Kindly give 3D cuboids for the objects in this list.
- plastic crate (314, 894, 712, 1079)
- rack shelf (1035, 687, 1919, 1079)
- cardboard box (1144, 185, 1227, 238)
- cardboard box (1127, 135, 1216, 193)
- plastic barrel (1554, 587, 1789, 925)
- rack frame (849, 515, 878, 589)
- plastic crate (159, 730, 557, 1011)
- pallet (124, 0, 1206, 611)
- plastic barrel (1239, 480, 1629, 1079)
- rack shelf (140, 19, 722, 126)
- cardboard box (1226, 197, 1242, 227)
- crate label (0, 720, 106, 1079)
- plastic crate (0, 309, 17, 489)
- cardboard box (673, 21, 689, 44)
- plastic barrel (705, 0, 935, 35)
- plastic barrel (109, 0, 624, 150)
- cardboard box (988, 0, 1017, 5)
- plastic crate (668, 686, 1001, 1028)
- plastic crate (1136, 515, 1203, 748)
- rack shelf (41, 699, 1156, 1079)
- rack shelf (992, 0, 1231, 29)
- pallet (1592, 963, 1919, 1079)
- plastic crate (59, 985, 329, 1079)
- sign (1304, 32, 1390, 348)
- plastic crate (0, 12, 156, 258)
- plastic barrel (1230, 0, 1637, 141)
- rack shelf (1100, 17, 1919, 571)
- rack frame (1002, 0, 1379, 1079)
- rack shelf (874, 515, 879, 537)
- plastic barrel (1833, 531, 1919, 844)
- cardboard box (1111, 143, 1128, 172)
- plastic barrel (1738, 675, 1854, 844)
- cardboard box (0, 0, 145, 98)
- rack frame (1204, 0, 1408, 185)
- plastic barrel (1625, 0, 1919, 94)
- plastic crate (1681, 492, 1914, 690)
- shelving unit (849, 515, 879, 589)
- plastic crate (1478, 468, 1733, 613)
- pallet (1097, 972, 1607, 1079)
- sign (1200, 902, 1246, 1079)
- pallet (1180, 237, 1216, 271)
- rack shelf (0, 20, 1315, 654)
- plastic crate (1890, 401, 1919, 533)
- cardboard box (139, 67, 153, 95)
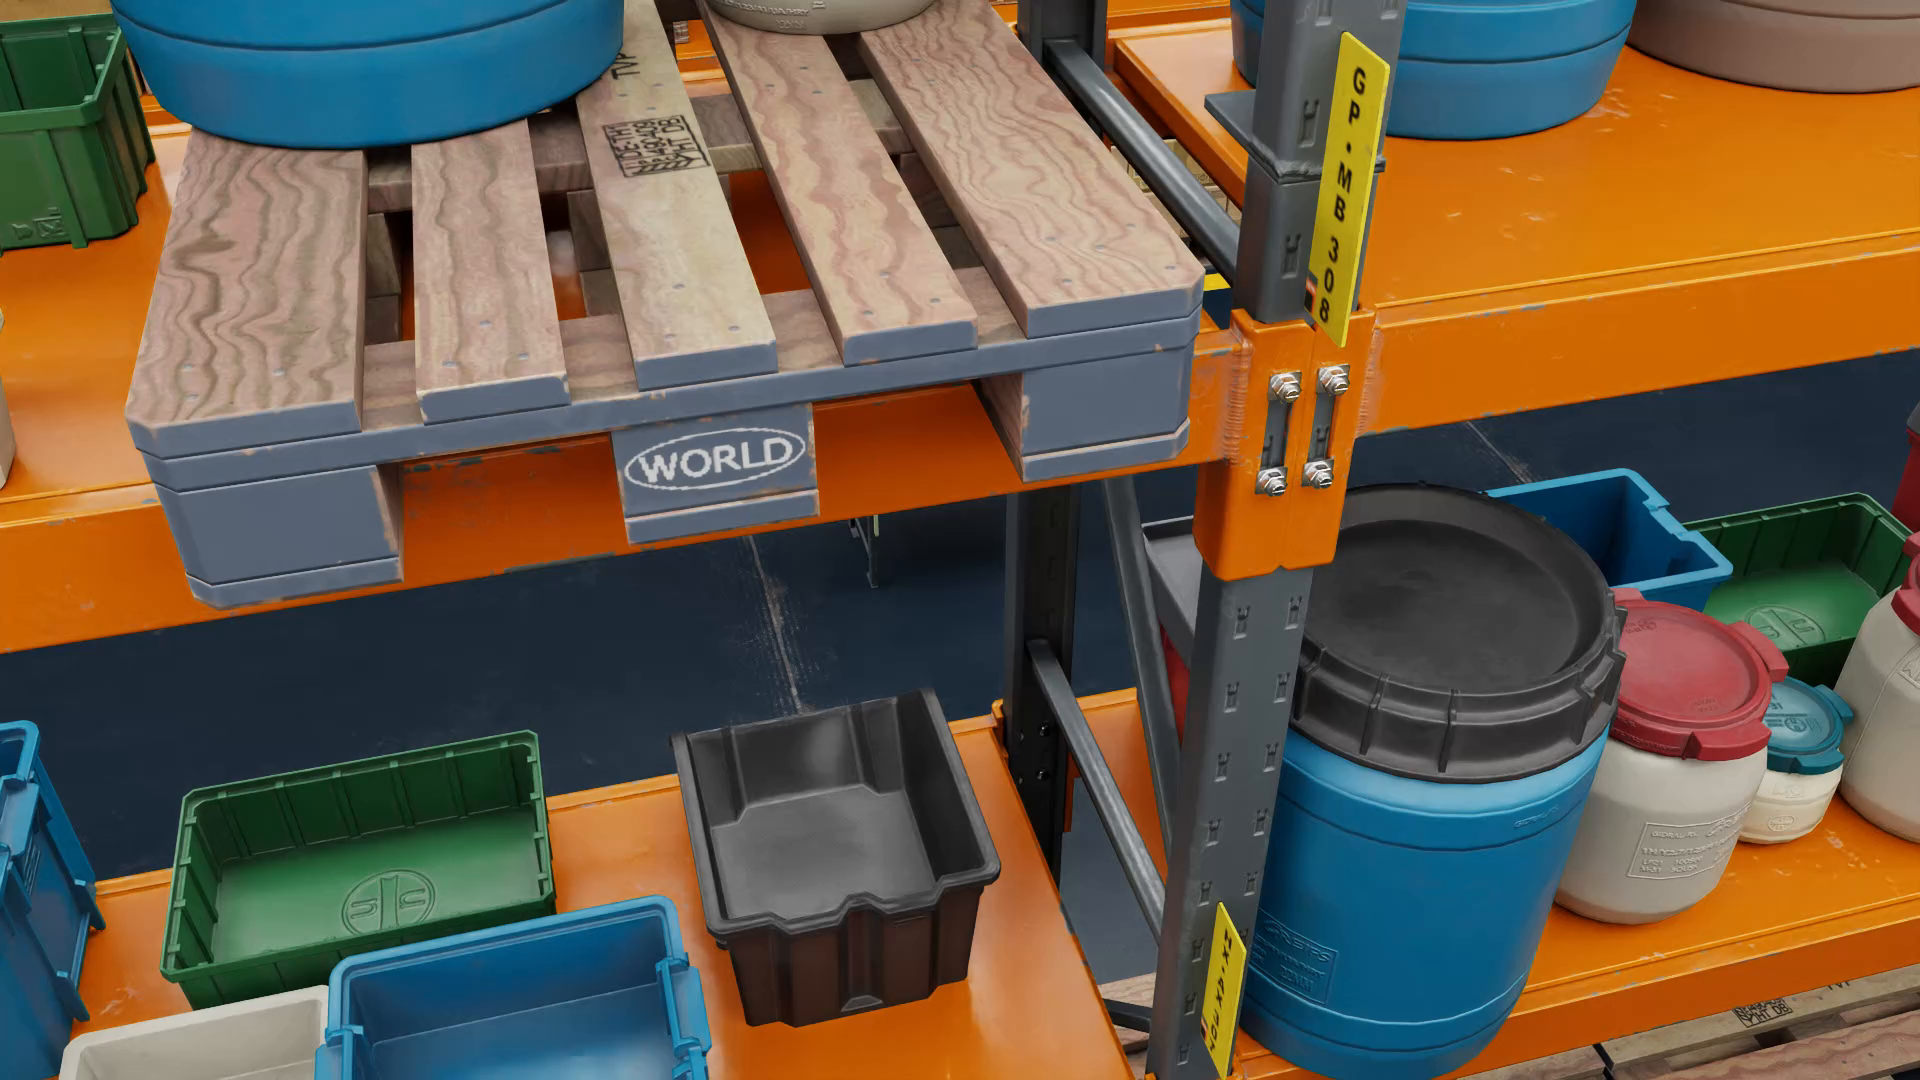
[{"bbox_3d":[-0.718,0.893,2.736,0.616,0.251,0.499,-9,38,-12],"label":"plastic crate"},{"bbox_3d":[2.211,0.469,3.761,4.000,0.370,1.077,-9,38,-12],"label":"rack shelf"},{"bbox_3d":[0.931,-1.643,7.847,0.500,0.250,0.500,-9,38,-11],"label":"cardboard box"},{"bbox_3d":[0.940,-1.867,7.678,0.500,0.311,0.500,-8,38,-11],"label":"cardboard box"},{"bbox_3d":[1.261,0.423,3.117,0.433,0.535,0.433,0,37,0],"label":"plastic barrel"},{"bbox_3d":[-0.360,-0.537,5.717,0.023,1.500,0.400,-9,38,-12],"label":"rack frame"},{"bbox_3d":[-1.104,0.633,3.128,0.662,0.188,0.450,-9,38,-12],"label":"plastic crate"},{"bbox_3d":[-0.391,-0.445,2.050,1.003,0.211,1.213,-9,38,-12],"label":"pallet"},{"bbox_3d":[0.732,0.417,2.823,0.708,0.901,0.600,-9,38,-12],"label":"plastic barrel"},{"bbox_3d":[-2.939,-1.804,6.731,4.000,0.370,1.077,-9,38,-12],"label":"rack shelf"},{"bbox_3d":[1.427,-1.727,7.956,0.500,0.250,0.500,-8,38,-11],"label":"cardboard box"},{"bbox_3d":[-1.875,0.669,2.877,0.616,0.435,0.502,-9,38,-12],"label":"crate label"},{"bbox_3d":[-1.164,-0.096,1.654,0.396,0.136,0.243,-9,38,-12],"label":"plastic crate"},{"bbox_3d":[-1.435,-2.372,6.800,0.500,0.500,0.700,-10,39,-13],"label":"cardboard box"},{"bbox_3d":[-0.187,-0.950,2.116,0.421,0.512,0.421,0,37,0],"label":"plastic barrel"},{"bbox_3d":[-0.709,-0.963,1.813,0.708,0.901,0.600,-9,38,-12],"label":"plastic barrel"},{"bbox_3d":[0.246,-2.642,7.152,0.500,0.500,0.500,-7,38,-9],"label":"cardboard box"},{"bbox_3d":[-0.259,0.533,3.136,0.504,0.338,0.767,-9,38,-12],"label":"plastic crate"},{"bbox_3d":[0.668,0.218,3.443,0.583,0.464,0.402,-9,38,-12],"label":"plastic crate"},{"bbox_3d":[-1.651,1.102,2.932,4.000,0.370,1.077,-9,38,-12],"label":"rack shelf"},{"bbox_3d":[0.923,-2.437,7.560,4.000,0.370,1.077,-9,38,-12],"label":"rack shelf"},{"bbox_3d":[2.208,1.265,4.423,1.213,0.211,1.003,-9,38,-12],"label":"pallet"},{"bbox_3d":[-1.222,1.010,2.678,0.437,0.136,0.530,-9,38,-12],"label":"plastic crate"},{"bbox_3d":[0.413,-0.371,1.790,0.005,0.325,0.100,-9,38,-12],"label":"sign"},{"bbox_3d":[-1.314,-0.517,2.163,0.450,0.188,0.336,-9,38,-12],"label":"plastic crate"},{"bbox_3d":[0.714,-1.099,2.336,0.708,0.901,0.600,-9,38,-12],"label":"plastic barrel"},{"bbox_3d":[2.211,-0.723,2.849,4.000,0.370,1.077,-9,38,-12],"label":"rack shelf"},{"bbox_3d":[0.280,0.500,3.128,0.127,3.000,1.000,-9,38,-12],"label":"rack frame"},{"bbox_3d":[-0.006,-0.336,5.991,0.720,0.370,0.431,-9,38,-12],"label":"rack shelf"},{"bbox_3d":[1.969,0.307,3.268,0.433,0.535,0.433,0,37,0],"label":"plastic barrel"},{"bbox_3d":[0.440,-1.782,7.567,0.500,0.311,0.500,-11,39,-13],"label":"cardboard box"},{"bbox_3d":[1.598,0.435,3.326,0.301,0.262,0.301,0,37,0],"label":"plastic barrel"},{"bbox_3d":[-3.429,-2.040,6.366,0.500,0.500,0.700,-9,38,-12],"label":"cardboard box"},{"bbox_3d":[0.280,-1.883,1.305,0.127,3.000,1.000,-9,38,-12],"label":"rack frame"},{"bbox_3d":[1.346,-1.202,2.471,0.600,0.901,0.600,0,37,0],"label":"plastic barrel"},{"bbox_3d":[1.888,0.142,3.769,0.662,0.188,0.450,-9,38,-12],"label":"plastic crate"},{"bbox_3d":[-0.006,-0.595,5.793,0.755,1.500,0.431,-9,38,-12],"label":"shelving unit"},{"bbox_3d":[1.264,0.149,3.600,0.575,0.384,0.392,-9,38,-12],"label":"plastic crate"},{"bbox_3d":[1.028,1.460,4.168,1.213,0.211,1.003,-9,38,-12],"label":"pallet"},{"bbox_3d":[0.413,0.714,2.620,0.005,0.325,0.100,-9,38,-12],"label":"sign"},{"bbox_3d":[0.873,-1.634,8.212,1.213,0.211,1.003,-9,38,-12],"label":"pallet"},{"bbox_3d":[-1.651,-0.089,2.021,4.000,0.370,1.077,-9,38,-12],"label":"rack shelf"},{"bbox_3d":[2.502,-0.083,3.837,0.583,0.464,0.402,-9,38,-12],"label":"plastic crate"},{"bbox_3d":[-2.922,-2.126,6.478,0.500,0.500,0.700,-8,38,-11],"label":"cardboard box"}]
